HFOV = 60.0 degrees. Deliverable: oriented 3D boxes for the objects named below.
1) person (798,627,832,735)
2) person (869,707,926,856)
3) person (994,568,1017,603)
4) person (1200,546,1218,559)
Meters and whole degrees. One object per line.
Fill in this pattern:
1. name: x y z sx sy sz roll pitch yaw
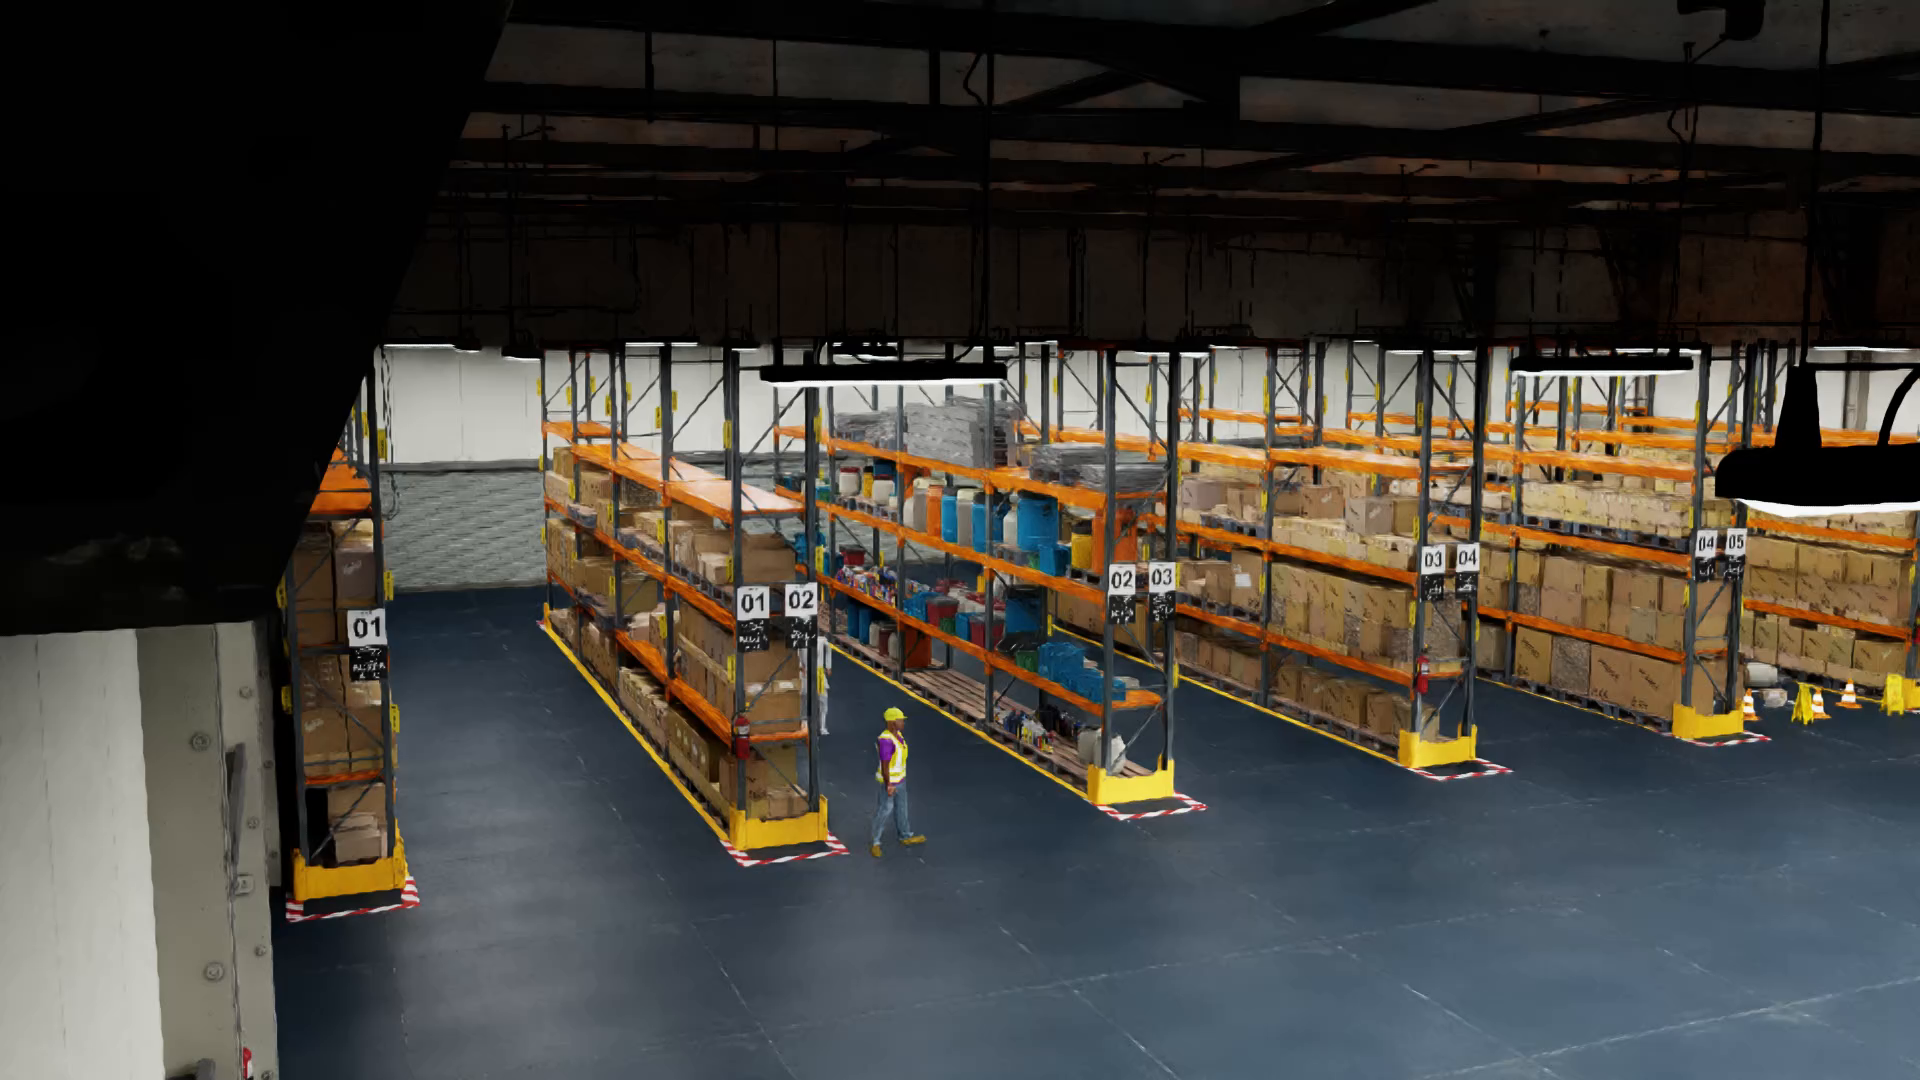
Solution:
1. person: -2.304 2.124 25.852 0.736 1.717 0.904 -2 8 -17
2. person: -0.781 2.860 19.950 0.567 1.755 0.738 2 8 15
3. person: 0.896 0.960 35.200 0.639 1.627 0.512 -3 8 -22
4. person: 6.509 -0.205 43.596 0.553 1.770 0.699 6 10 39
